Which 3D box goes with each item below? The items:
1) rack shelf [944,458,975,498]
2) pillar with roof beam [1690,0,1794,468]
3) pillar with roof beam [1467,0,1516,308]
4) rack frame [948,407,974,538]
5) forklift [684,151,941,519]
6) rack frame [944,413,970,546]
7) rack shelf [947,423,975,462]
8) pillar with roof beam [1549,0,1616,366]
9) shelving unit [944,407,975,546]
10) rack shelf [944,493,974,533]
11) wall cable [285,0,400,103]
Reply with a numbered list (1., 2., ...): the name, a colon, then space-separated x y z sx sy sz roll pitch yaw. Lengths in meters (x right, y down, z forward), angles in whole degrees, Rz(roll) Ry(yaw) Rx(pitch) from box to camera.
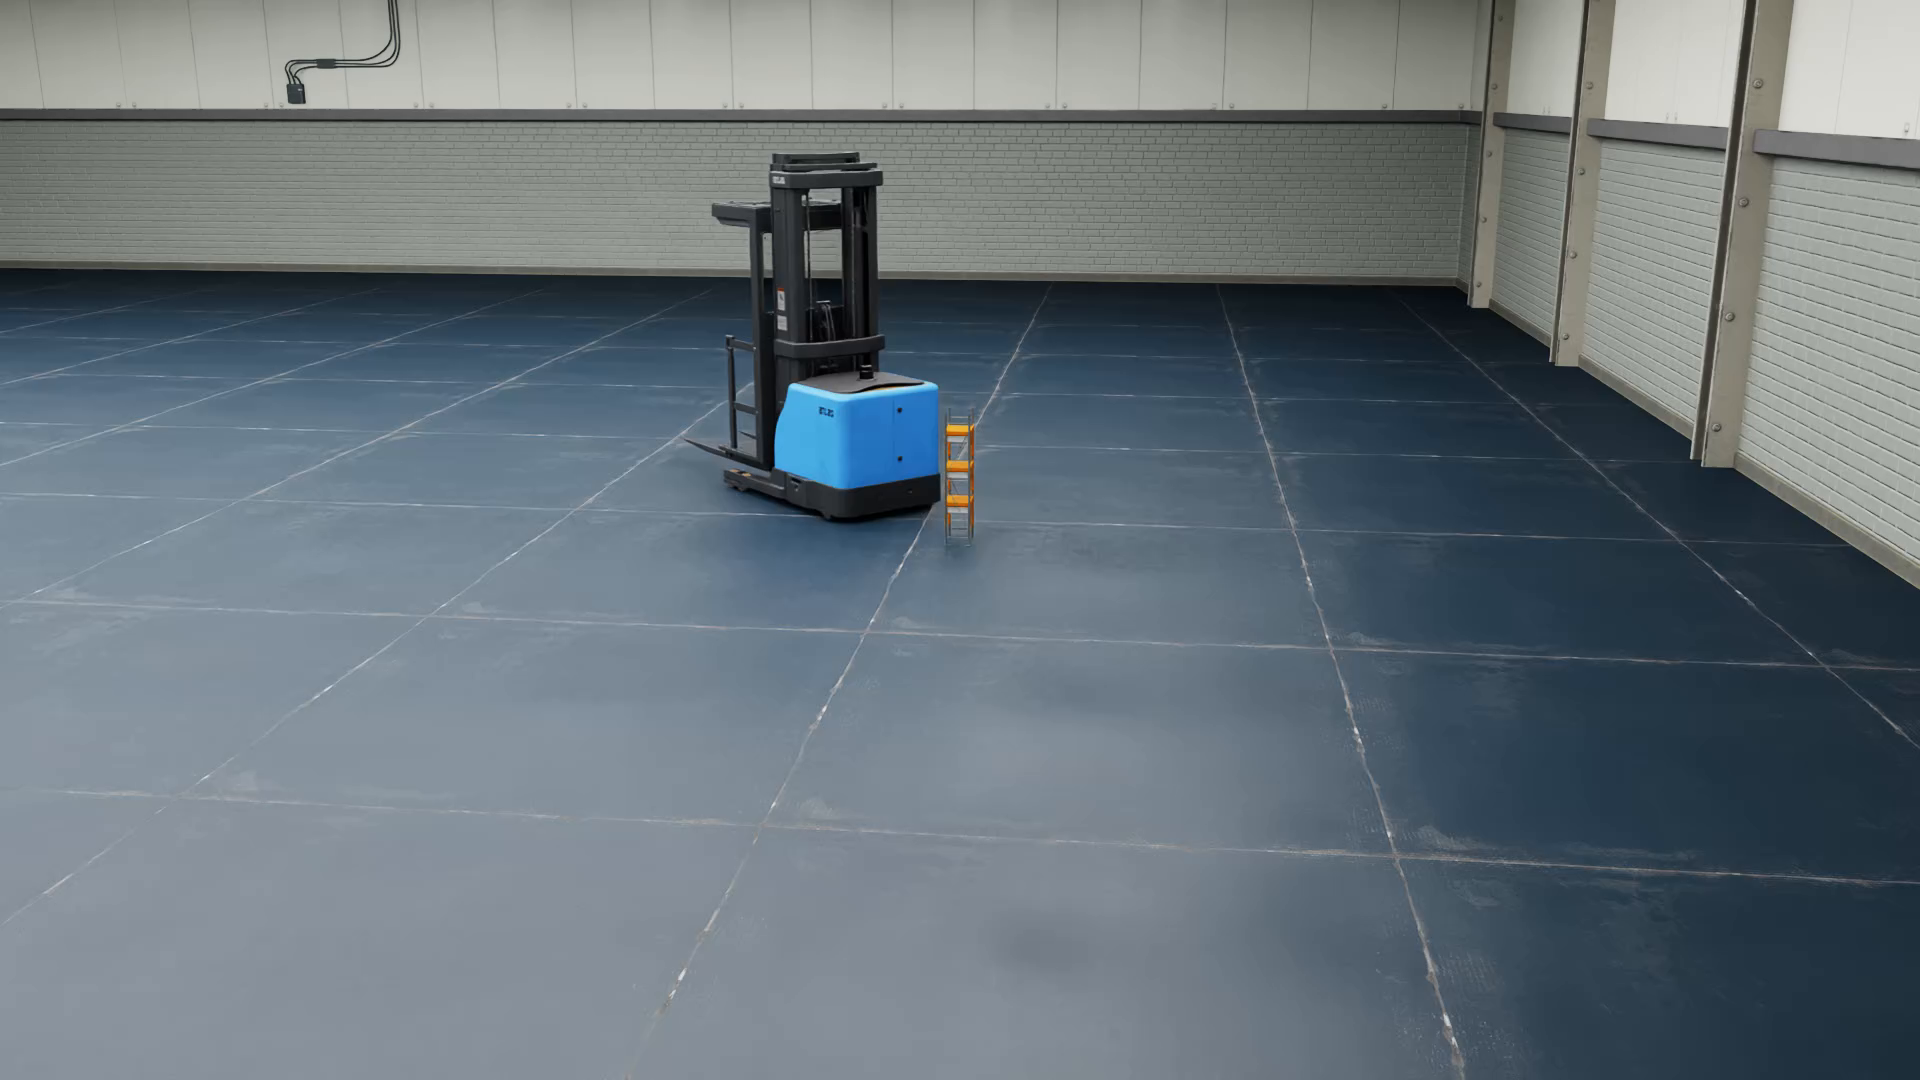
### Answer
1. rack shelf: -0.006 -0.483 12.976 0.215 0.259 0.240 2 15 6
2. pillar with roof beam: 2.920 -5.209 15.187 9.100 9.000 0.400 2 15 6
3. pillar with roof beam: 4.274 -8.321 26.697 9.100 9.000 0.400 2 15 6
4. rack frame: 0.008 -0.525 13.091 0.200 1.050 0.008 2 15 6
5. forklift: -1.459 -1.911 14.616 1.130 2.935 3.031 -11 19 -36
6. rack frame: -0.020 -0.461 12.857 0.200 1.050 0.008 2 15 6
7. rack shelf: -0.006 -0.757 12.902 0.215 0.259 0.240 2 15 6
8. pillar with roof beam: 3.597 -6.765 20.942 9.100 9.000 0.400 2 15 6
9. shelving unit: -0.006 -0.493 12.974 0.215 1.050 0.252 2 15 6
10. rack shelf: -0.006 -0.214 13.049 0.215 0.259 0.240 2 15 6
11. wall cable: -11.670 -11.206 30.848 2.305 6.003 0.169 2 15 6
